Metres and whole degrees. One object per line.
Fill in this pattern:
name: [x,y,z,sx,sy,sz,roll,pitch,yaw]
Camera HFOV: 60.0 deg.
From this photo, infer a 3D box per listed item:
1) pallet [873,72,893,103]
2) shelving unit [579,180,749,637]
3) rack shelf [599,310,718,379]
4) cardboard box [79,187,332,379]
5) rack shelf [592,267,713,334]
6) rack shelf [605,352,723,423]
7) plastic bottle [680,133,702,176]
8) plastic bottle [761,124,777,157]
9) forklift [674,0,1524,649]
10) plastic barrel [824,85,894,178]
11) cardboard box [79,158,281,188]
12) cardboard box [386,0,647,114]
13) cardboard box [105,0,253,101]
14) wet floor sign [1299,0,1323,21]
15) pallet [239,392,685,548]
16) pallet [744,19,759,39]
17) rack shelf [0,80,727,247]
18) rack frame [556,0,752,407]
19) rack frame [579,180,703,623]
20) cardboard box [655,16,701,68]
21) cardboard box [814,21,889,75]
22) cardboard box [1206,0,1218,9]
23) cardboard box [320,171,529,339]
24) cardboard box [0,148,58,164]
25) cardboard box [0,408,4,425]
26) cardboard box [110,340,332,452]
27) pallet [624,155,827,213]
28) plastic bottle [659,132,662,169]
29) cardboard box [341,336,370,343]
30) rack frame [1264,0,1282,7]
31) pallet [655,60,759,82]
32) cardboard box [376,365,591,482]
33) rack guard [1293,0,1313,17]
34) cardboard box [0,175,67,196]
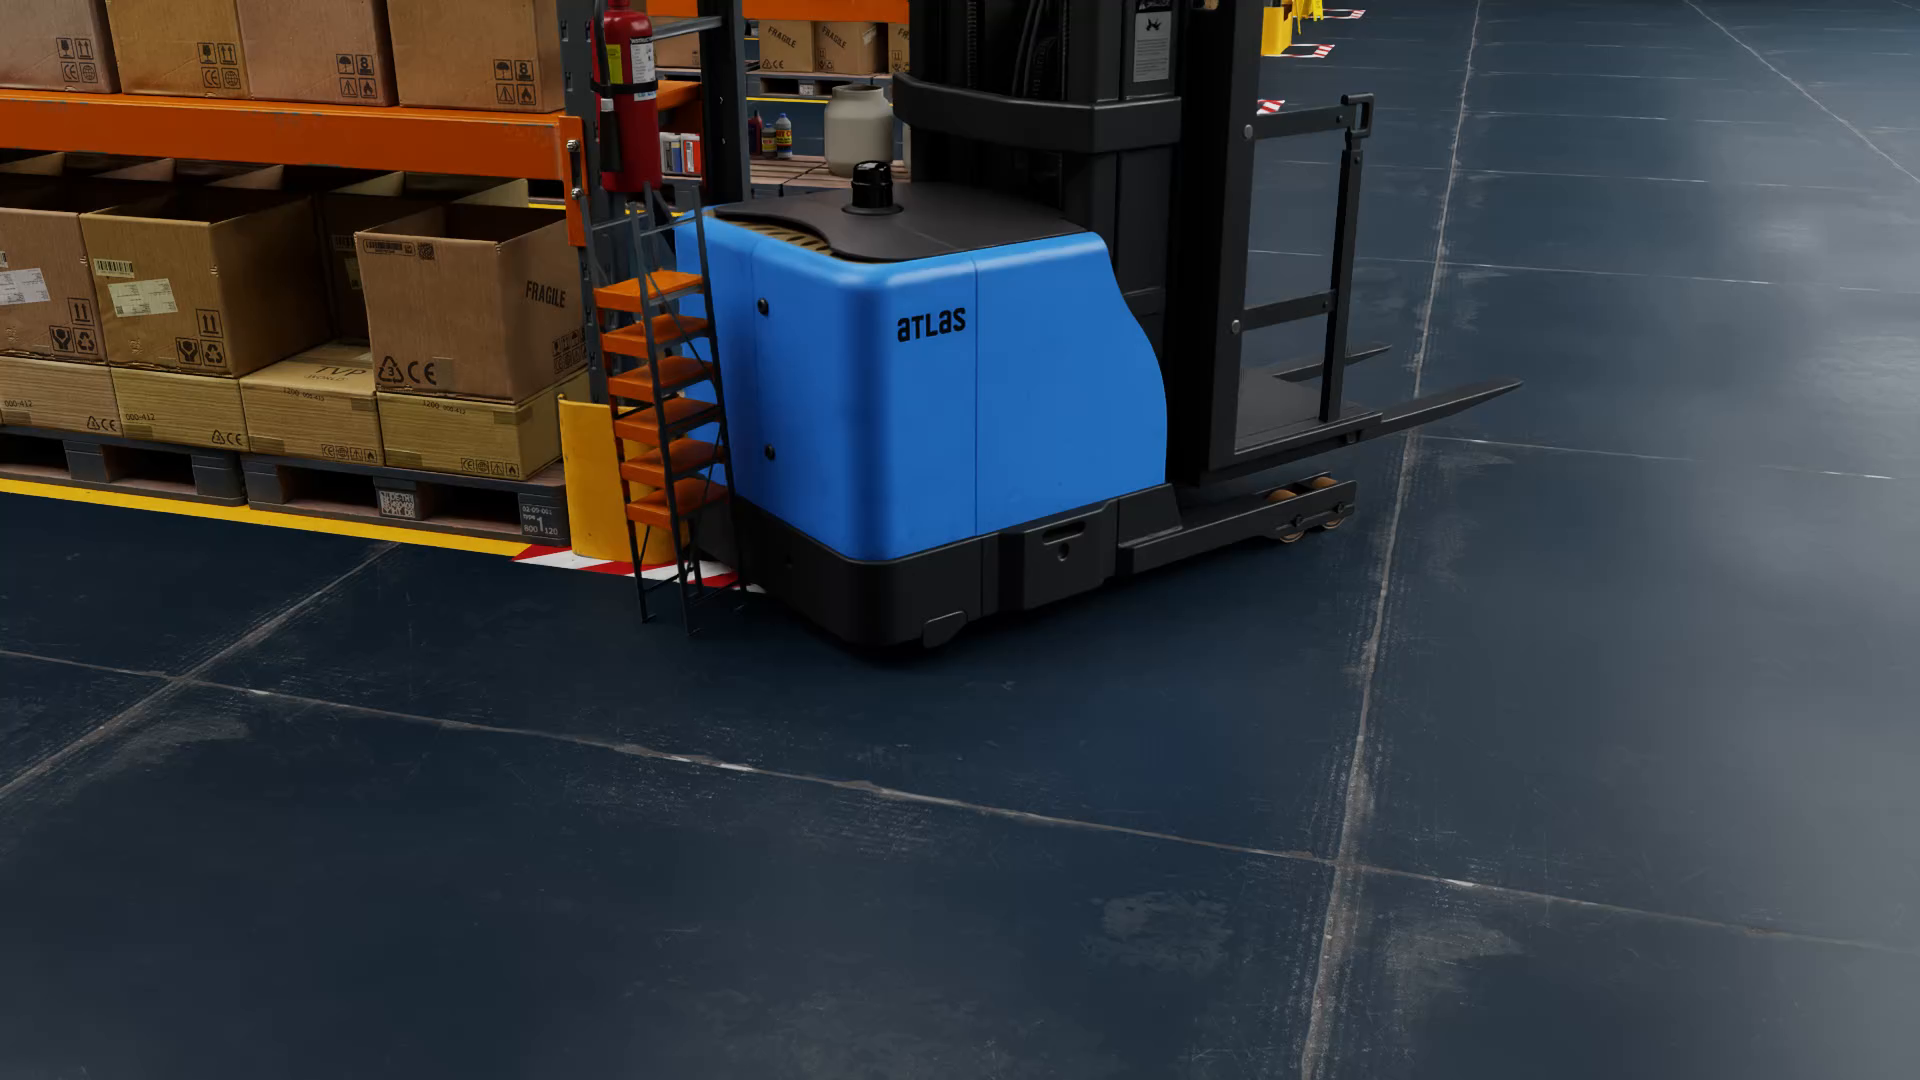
pallet: [-0.056,-4.092,14.966,1.213,0.211,1.003,7,23,16]
shelving unit: [-0.788,-0.343,4.503,0.189,1.200,0.258,13,28,35]
rack shelf: [-0.800,-0.524,4.428,0.180,0.103,0.258,13,28,35]
cardboard box: [-2.478,-0.862,5.501,0.500,0.500,0.500,7,23,16]
rack shelf: [-0.807,-0.634,4.381,0.180,0.103,0.258,13,28,35]
rack shelf: [-0.793,-0.413,4.474,0.180,0.103,0.258,13,28,35]
plastic bottle: [-1.601,-2.360,10.081,0.135,0.276,0.152,7,23,16]
plastic bottle: [-1.227,-2.570,10.689,0.097,0.201,0.097,0,22,0]
forklift: [0.658,-1.492,5.045,3.031,2.935,1.130,-16,27,-33]
plastic barrel: [-0.615,-2.480,10.088,0.421,0.512,0.421,0,22,0]
cardboard box: [-2.801,-1.112,6.111,0.500,0.500,0.500,7,23,16]
cardboard box: [-1.360,-1.640,5.184,0.500,0.500,0.700,7,23,16]
cardboard box: [-2.338,-1.753,5.458,0.500,0.500,0.700,7,23,16]
wet floor sign: [4.684,-7.239,22.067,0.232,0.644,0.267,16,27,34]
pallet: [-1.661,-0.317,5.764,1.213,0.211,1.003,7,23,16]
pallet: [-2.284,-6.267,20.269,1.213,0.211,1.003,7,23,16]
rack shelf: [-2.832,-1.425,5.738,4.000,0.370,1.077,7,23,16]
rack frame: [-0.917,-1.538,5.067,0.127,3.000,1.000,7,23,16]
rack frame: [-0.861,-0.361,4.555,0.006,1.200,0.240,13,28,35]
cardboard box: [-2.463,-4.698,15.484,0.500,0.500,0.700,5,23,11]
cardboard box: [-0.959,-4.495,15.016,0.500,0.500,0.500,15,27,32]
cardboard box: [2.809,-6.190,18.653,0.875,0.875,0.875,7,23,16]
cardboard box: [-1.845,-1.001,5.839,0.500,0.500,0.500,7,23,16]
cardboard box: [-3.764,-1.215,6.362,0.500,0.500,0.500,7,23,16]
cardboard box: [-3.436,-0.624,5.910,0.500,0.250,0.500,7,23,16]
cardboard box: [-2.477,-0.516,5.646,0.500,0.250,0.500,7,23,16]
pallet: [-1.509,-2.264,10.511,1.213,0.211,1.003,7,23,16]
plastic bottle: [-1.893,-2.427,10.145,0.185,0.351,0.144,8,23,18]
cardboard box: [-1.846,-0.653,5.980,0.500,0.250,0.500,7,23,16]
rack frame: [3.478,-6.928,18.207,0.127,3.000,1.000,7,23,16]
pallet: [-2.627,-4.370,15.646,1.213,0.211,1.003,7,23,16]
cardboard box: [-1.516,-0.412,5.391,0.500,0.250,0.500,7,23,16]
rack guard: [4.738,-7.589,23.113,0.348,0.500,1.175,7,23,16]
cardboard box: [-3.435,-0.972,5.768,0.500,0.500,0.500,7,23,16]
